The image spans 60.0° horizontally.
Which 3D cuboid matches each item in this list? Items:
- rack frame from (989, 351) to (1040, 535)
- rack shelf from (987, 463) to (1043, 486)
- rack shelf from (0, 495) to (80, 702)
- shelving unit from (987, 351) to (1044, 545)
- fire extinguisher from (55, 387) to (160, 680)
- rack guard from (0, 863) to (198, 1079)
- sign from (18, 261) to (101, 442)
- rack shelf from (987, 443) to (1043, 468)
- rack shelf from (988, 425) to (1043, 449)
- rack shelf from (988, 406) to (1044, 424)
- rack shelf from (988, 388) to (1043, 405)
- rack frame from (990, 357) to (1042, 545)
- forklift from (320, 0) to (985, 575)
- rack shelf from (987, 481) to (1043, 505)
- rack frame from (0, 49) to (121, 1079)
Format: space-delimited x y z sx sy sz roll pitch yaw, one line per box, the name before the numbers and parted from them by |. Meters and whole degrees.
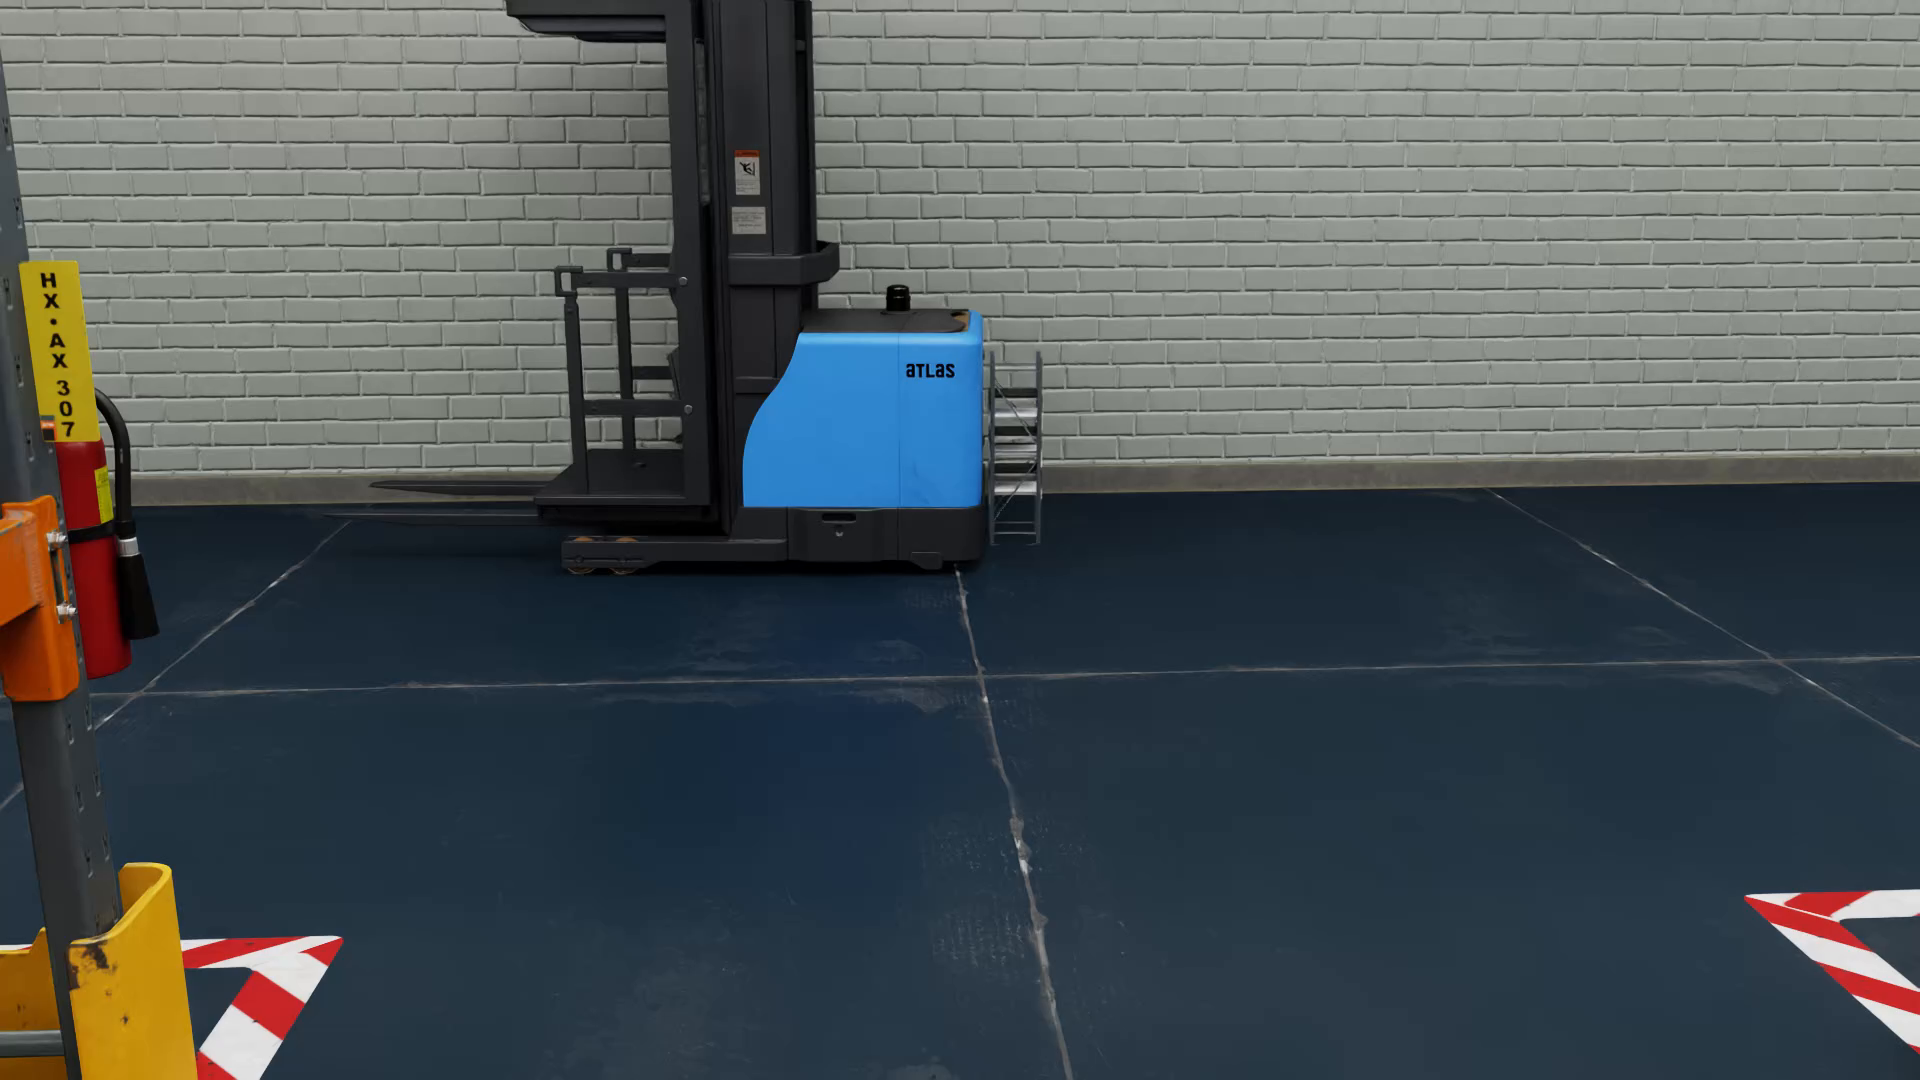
rack frame | 0.262 -0.461 8.014 0.240 0.900 0.006 0 14 0
rack shelf | 0.262 -0.317 7.946 0.258 0.077 0.200 0 14 0
rack shelf | -2.042 0.600 1.118 1.077 0.370 4.000 -1 14 -3
shelving unit | 0.262 -0.436 7.915 0.258 0.900 0.210 0 14 0
fire extinguisher | -1.722 -0.072 3.191 0.296 0.674 0.183 -1 14 -3
rack guard | -2.181 0.959 3.296 1.175 0.500 0.348 -1 14 -3
sign | -1.618 -0.337 2.990 0.100 0.325 0.005 -1 14 -3
rack shelf | 0.262 -0.404 7.924 0.258 0.077 0.200 0 14 0
rack shelf | 0.262 -0.491 7.901 0.258 0.077 0.200 0 14 0
rack shelf | 0.262 -0.578 7.879 0.258 0.077 0.200 0 14 0
rack shelf | 0.262 -0.665 7.856 0.258 0.077 0.200 0 14 0
rack frame | 0.262 -0.411 7.817 0.240 0.900 0.006 0 14 0
forklift | -1.399 -1.395 7.565 3.031 2.935 1.130 0 14 1
rack shelf | 0.262 -0.229 7.968 0.258 0.077 0.200 0 14 0
rack frame | -2.163 -0.246 2.962 0.949 2.616 0.053 -1 14 -3
